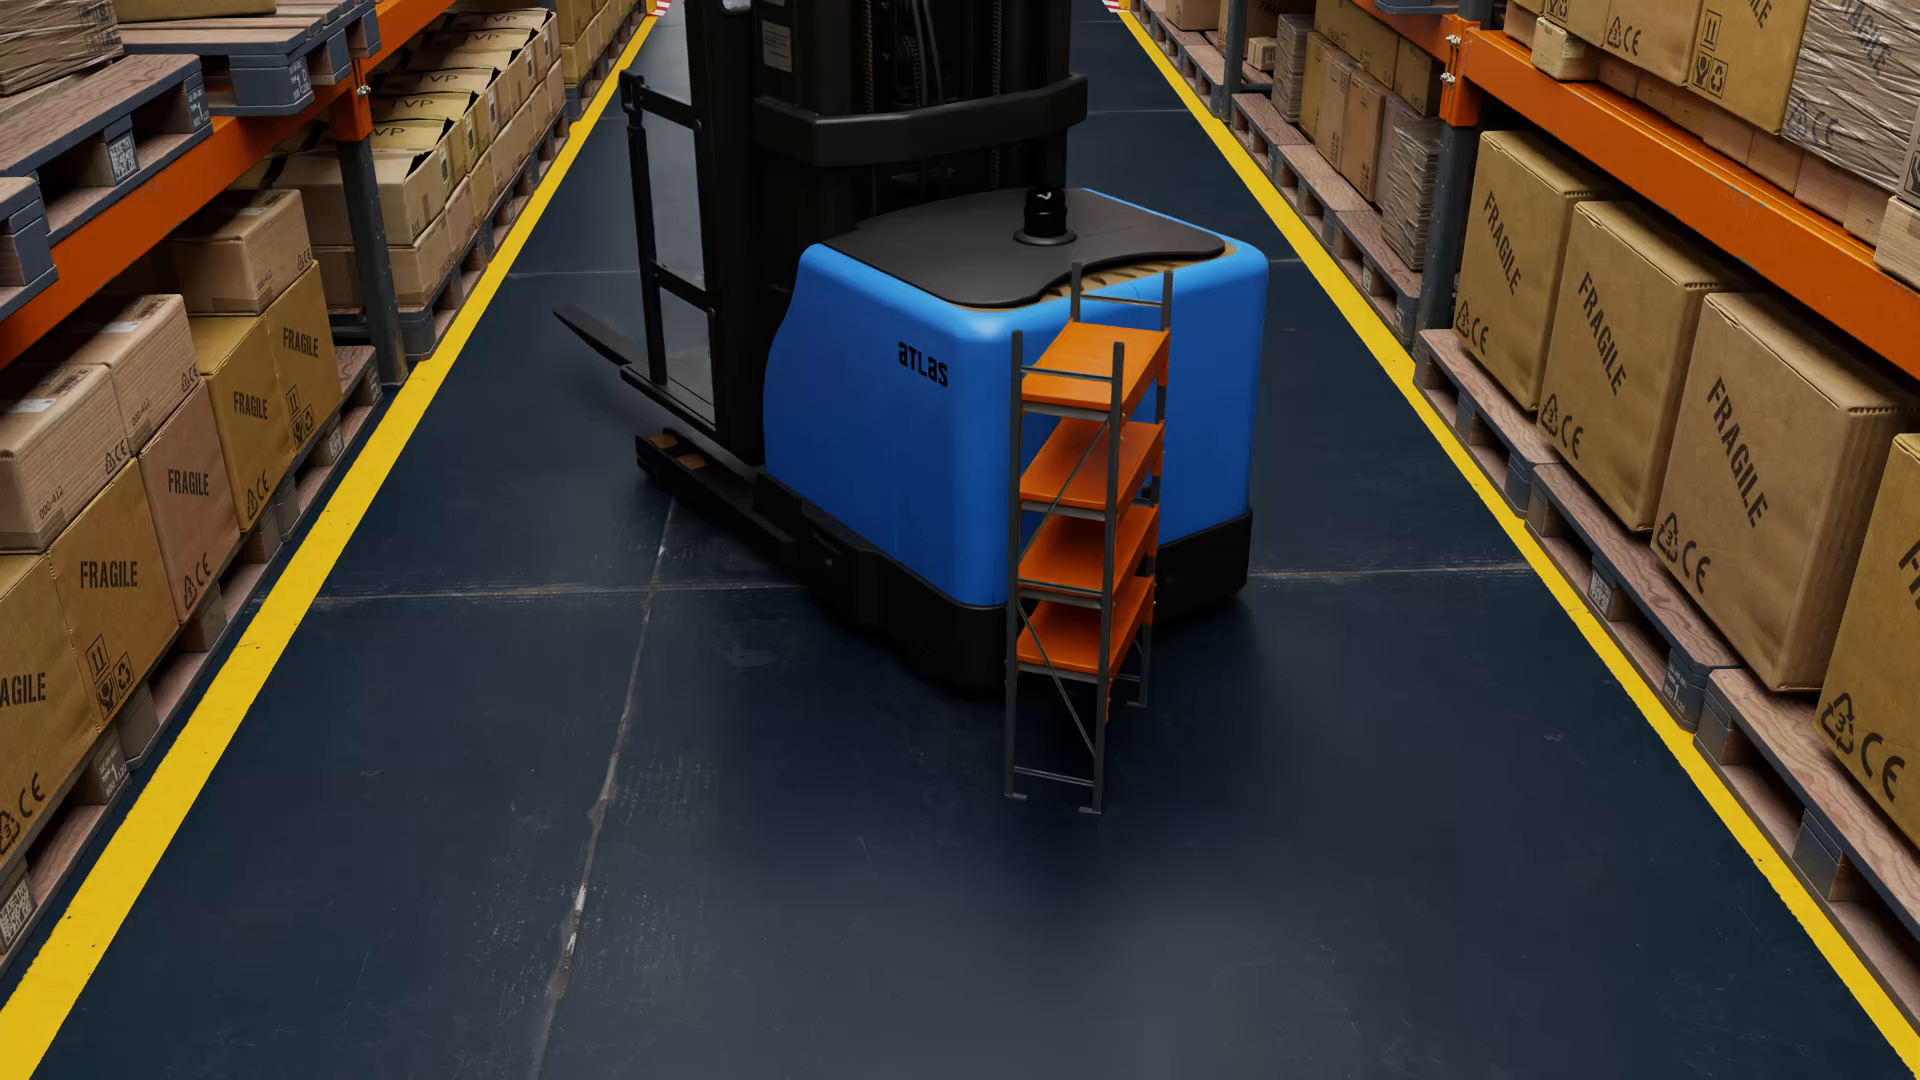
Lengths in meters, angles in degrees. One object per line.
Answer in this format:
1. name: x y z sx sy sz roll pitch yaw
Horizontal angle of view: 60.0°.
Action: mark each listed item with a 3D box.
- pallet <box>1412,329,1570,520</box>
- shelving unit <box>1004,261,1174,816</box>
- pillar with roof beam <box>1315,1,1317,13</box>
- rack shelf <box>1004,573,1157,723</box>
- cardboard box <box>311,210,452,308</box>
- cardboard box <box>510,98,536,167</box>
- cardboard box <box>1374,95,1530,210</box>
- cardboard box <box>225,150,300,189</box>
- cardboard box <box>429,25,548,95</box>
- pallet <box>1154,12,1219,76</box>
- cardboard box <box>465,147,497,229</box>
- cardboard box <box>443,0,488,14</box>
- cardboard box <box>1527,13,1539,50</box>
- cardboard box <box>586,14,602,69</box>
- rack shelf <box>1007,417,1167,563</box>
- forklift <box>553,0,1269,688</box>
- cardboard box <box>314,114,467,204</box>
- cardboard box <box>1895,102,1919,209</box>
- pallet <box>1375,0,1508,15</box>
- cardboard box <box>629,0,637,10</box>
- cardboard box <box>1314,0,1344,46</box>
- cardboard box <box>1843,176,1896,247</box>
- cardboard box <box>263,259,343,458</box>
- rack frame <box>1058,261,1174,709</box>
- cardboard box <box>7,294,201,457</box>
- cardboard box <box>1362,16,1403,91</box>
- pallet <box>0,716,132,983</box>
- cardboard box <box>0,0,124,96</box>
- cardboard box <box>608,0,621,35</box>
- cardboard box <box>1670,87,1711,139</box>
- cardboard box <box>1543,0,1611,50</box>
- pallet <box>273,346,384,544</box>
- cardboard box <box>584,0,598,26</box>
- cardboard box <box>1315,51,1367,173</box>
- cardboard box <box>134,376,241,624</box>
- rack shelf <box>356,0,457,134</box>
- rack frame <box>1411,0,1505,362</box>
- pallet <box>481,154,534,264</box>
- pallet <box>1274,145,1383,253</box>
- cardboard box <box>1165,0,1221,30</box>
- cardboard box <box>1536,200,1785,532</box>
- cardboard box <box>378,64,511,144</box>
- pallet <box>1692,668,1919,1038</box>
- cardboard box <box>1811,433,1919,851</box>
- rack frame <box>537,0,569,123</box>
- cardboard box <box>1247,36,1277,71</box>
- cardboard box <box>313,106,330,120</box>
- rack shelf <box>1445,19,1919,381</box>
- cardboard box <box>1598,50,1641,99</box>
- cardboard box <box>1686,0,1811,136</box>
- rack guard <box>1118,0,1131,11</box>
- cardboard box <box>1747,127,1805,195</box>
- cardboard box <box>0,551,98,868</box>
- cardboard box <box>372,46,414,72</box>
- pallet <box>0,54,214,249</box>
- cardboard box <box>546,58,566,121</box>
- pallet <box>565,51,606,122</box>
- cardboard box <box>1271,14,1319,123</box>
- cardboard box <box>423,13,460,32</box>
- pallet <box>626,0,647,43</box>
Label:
1. pallet: 2.274 -0.444 5.873 1.003 0.211 1.213 -1 28 -3
2. shelving unit: 0.302 0.001 3.950 0.258 1.200 0.503 9 29 16
3. pillar with roof beam: -1.508 -7.994 10.847 9.100 9.000 0.400 -1 28 -3
4. rack shelf: 0.302 0.237 4.073 0.258 0.148 0.480 9 29 16
5. cardboard box: -2.373 -1.141 6.713 0.500 0.250 0.500 -1 28 -3
6. cardboard box: -2.485 -2.085 8.523 0.500 0.250 0.500 -1 28 -2
7. cardboard box: 2.308 -1.705 7.503 0.700 0.500 0.500 -1 28 -3
8. cardboard box: -2.912 -1.377 6.558 0.500 0.311 0.500 -1 28 -1
9. cardboard box: -2.507 -2.568 8.842 0.500 0.311 0.500 -1 28 -1
10. pallet: 1.962 -3.531 11.792 1.003 0.211 1.213 -1 28 -3
11. cardboard box: -2.433 -1.613 7.618 0.500 0.250 0.500 -2 28 -4
12. cardboard box: -3.104 -3.512 10.448 0.500 0.500 0.500 -1 28 -3
13. cardboard box: 2.098 -1.670 5.457 0.380 0.149 0.250 -1 28 -2
14. cardboard box: -2.590 -3.192 10.645 0.500 0.250 0.500 -1 28 -3
15. rack shelf: 0.302 -0.137 3.878 0.258 0.148 0.480 9 29 16
16. forklift: -0.434 -1.536 5.026 1.130 2.935 3.031 -19 33 -32
17. cardboard box: -2.409 -1.632 7.048 0.500 0.311 0.500 -2 28 -4
18. cardboard box: 2.205 -0.827 3.140 0.500 0.500 0.500 -1 28 -2
19. pallet: 2.164 -2.288 6.600 1.213 0.211 1.003 -1 28 -3
20. cardboard box: -2.695 -4.115 12.416 0.500 0.250 0.500 -1 28 -3
21. cardboard box: 2.181 -2.770 8.734 0.500 0.250 0.500 -2 28 -4
22. cardboard box: 2.192 -0.718 3.632 0.380 0.149 0.250 -1 28 -3
23. cardboard box: -2.355 -0.585 5.356 0.500 0.500 0.500 0 28 -1
24. rack frame: 0.379 -0.106 4.155 0.240 1.200 0.015 9 29 16
25. cardboard box: -2.291 -0.420 4.227 0.500 0.250 0.500 -2 28 -4
26. cardboard box: 2.219 -2.299 7.830 0.500 0.250 0.500 -2 28 -3
27. pallet: -2.510 0.784 3.519 1.003 0.211 1.213 -1 28 -3
28. cardboard box: -2.636 -1.440 4.206 0.700 0.500 0.500 4 28 7
29. cardboard box: -2.643 -3.654 11.531 0.500 0.250 0.500 -1 28 -3
30. cardboard box: 2.189 -1.193 4.543 0.380 0.149 0.250 -1 28 -2
31. cardboard box: 2.096 -1.759 4.927 0.500 0.500 0.500 0 28 -1
32. pallet: -2.637 -0.343 5.679 1.003 0.211 1.213 -1 28 -3
33. cardboard box: -2.593 -3.524 10.472 0.500 0.500 0.500 -1 28 -3
34. cardboard box: 2.218 -2.167 8.388 0.700 0.500 0.500 -1 28 -2
35. cardboard box: -2.295 -0.104 4.433 0.500 0.500 0.500 -2 28 -5
36. rack shelf: -2.743 -2.530 7.634 1.077 0.370 4.000 -1 28 -3
37. rack frame: 2.308 -2.046 5.930 1.000 3.000 0.127 -1 28 -3
38. pallet: -2.703 -1.632 8.150 1.003 0.211 1.213 -1 28 -3
39. pallet: 2.208 -1.733 8.344 1.003 0.211 1.213 -1 28 -3
40. cardboard box: 1.855 -3.903 11.716 0.700 0.500 0.500 -3 28 -6
41. cardboard box: 2.255 -0.532 4.897 0.750 0.750 0.750 -2 28 -3
42. cardboard box: -2.460 -2.105 7.955 0.500 0.311 0.500 -2 28 -3
43. pallet: 2.401 0.683 3.712 1.003 0.211 1.213 -1 28 -3
44. cardboard box: 2.353 0.271 3.357 0.750 0.750 0.750 -1 28 -2
45. rack frame: -2.848 -3.772 9.239 1.000 3.000 0.127 -1 28 -3
46. cardboard box: 2.041 -3.079 10.497 0.380 0.166 0.250 -5 28 -9
47. cardboard box: -2.969 -1.850 7.465 0.500 0.311 0.500 -2 28 -3
48. rack shelf: 2.412 -0.804 4.325 1.077 0.370 4.000 -1 28 -3
49. cardboard box: 2.164 -1.432 5.001 0.380 0.149 0.250 -2 28 -3
50. cardboard box: 2.156 -1.289 4.027 0.500 0.500 0.500 -1 28 -1
51. rack guard: 1.894 -4.597 13.524 1.175 0.500 0.348 -1 28 -3
52. cardboard box: 2.192 -0.956 4.090 0.380 0.149 0.250 -1 28 -1
53. cardboard box: -2.251 0.360 3.543 0.500 0.500 0.500 -1 28 -2
54. cardboard box: -3.026 -2.321 8.369 0.500 0.311 0.500 -2 28 -4
55. pallet: -2.533 -0.942 4.020 1.003 0.211 1.213 -1 28 -3
56. cardboard box: -2.536 -2.555 9.424 0.500 0.250 0.500 -2 28 -3
57. pallet: -2.847 -2.904 10.590 1.003 0.211 1.213 -1 28 -3
58. cardboard box: 2.154 -2.641 9.297 0.700 0.500 0.500 0 28 -1
59. cardboard box: -3.075 -2.791 9.270 0.500 0.311 0.500 -1 28 -2
60. pallet: -2.975 -4.031 12.750 1.003 0.211 1.213 -1 28 -3
